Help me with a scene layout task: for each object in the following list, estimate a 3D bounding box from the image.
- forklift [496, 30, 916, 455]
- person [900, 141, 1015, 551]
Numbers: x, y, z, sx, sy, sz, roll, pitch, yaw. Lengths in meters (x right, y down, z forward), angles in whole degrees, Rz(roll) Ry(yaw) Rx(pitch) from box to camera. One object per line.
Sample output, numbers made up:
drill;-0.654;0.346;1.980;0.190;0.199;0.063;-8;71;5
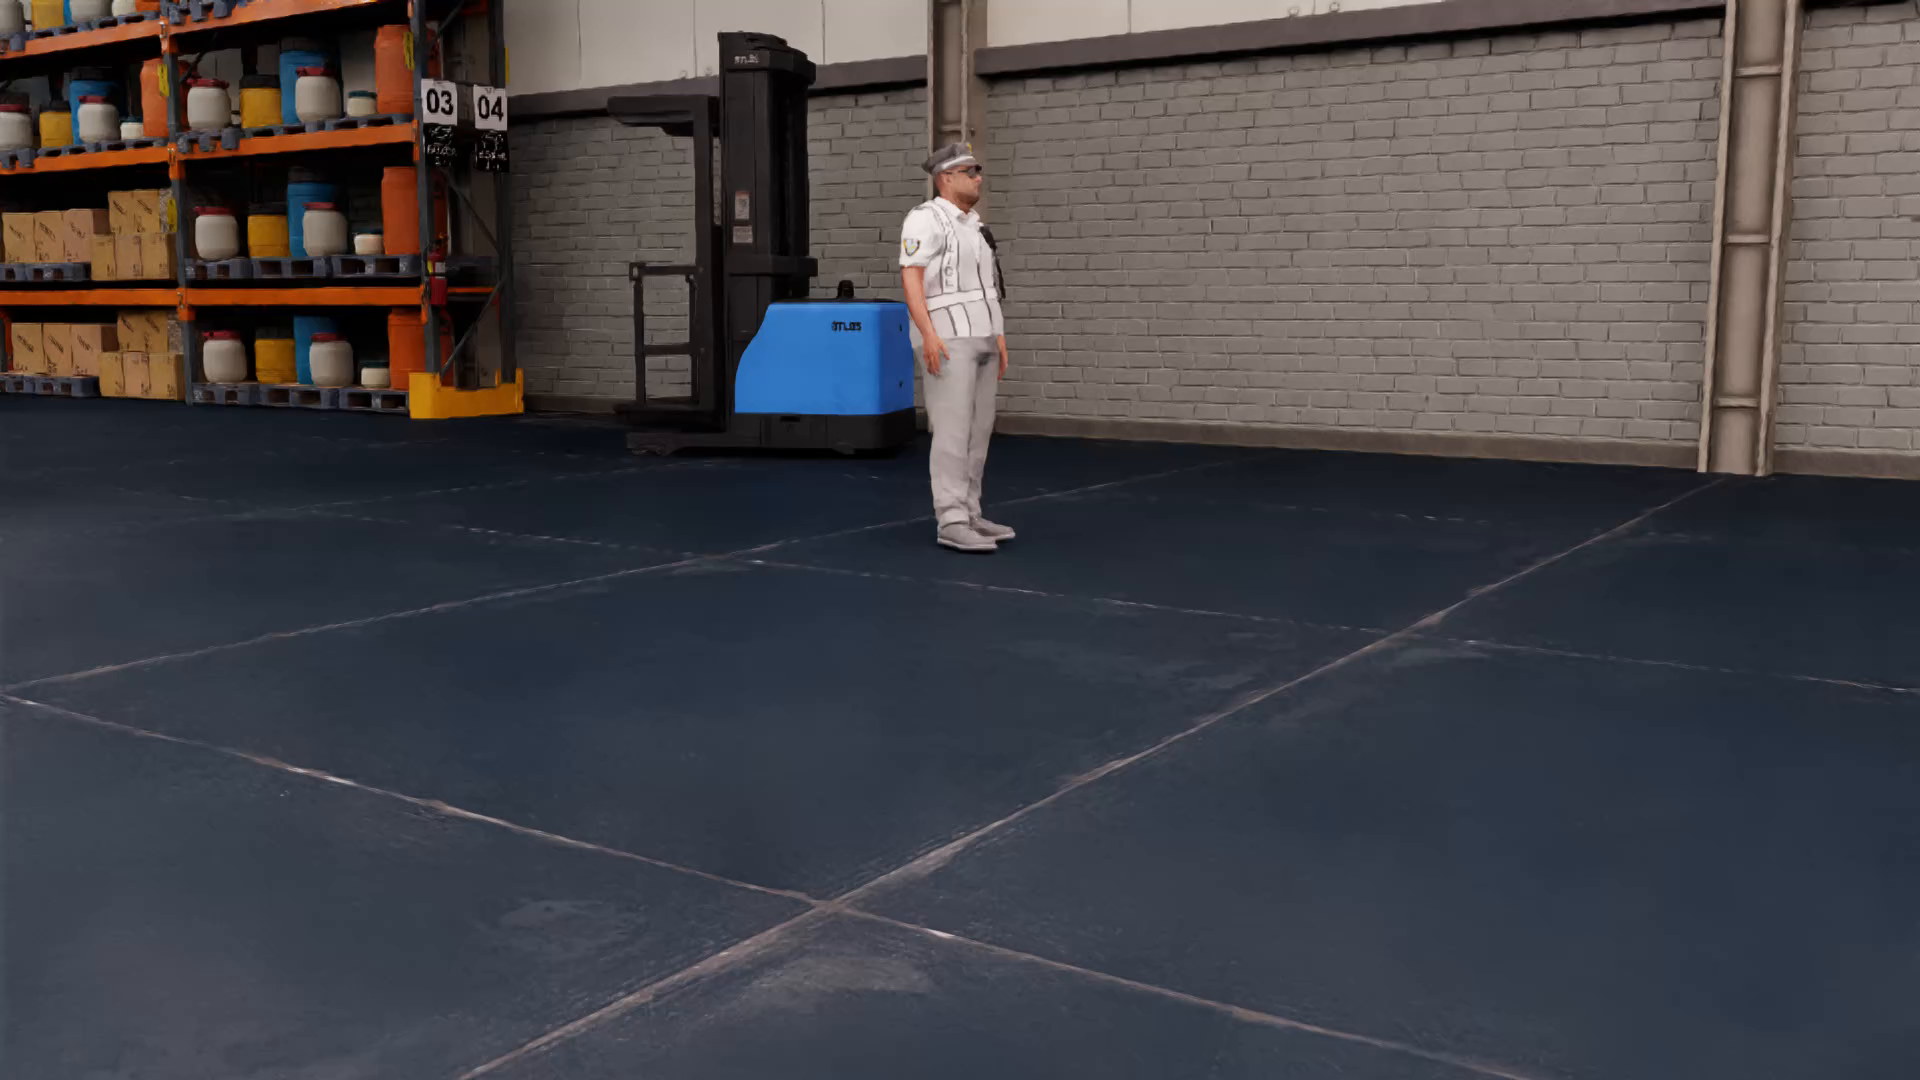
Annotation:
forklift;-1.901;-2.125;12.139;3.031;2.935;1.130;2;8;14
person;0.058;-0.882;7.424;0.574;1.781;0.640;5;10;34
